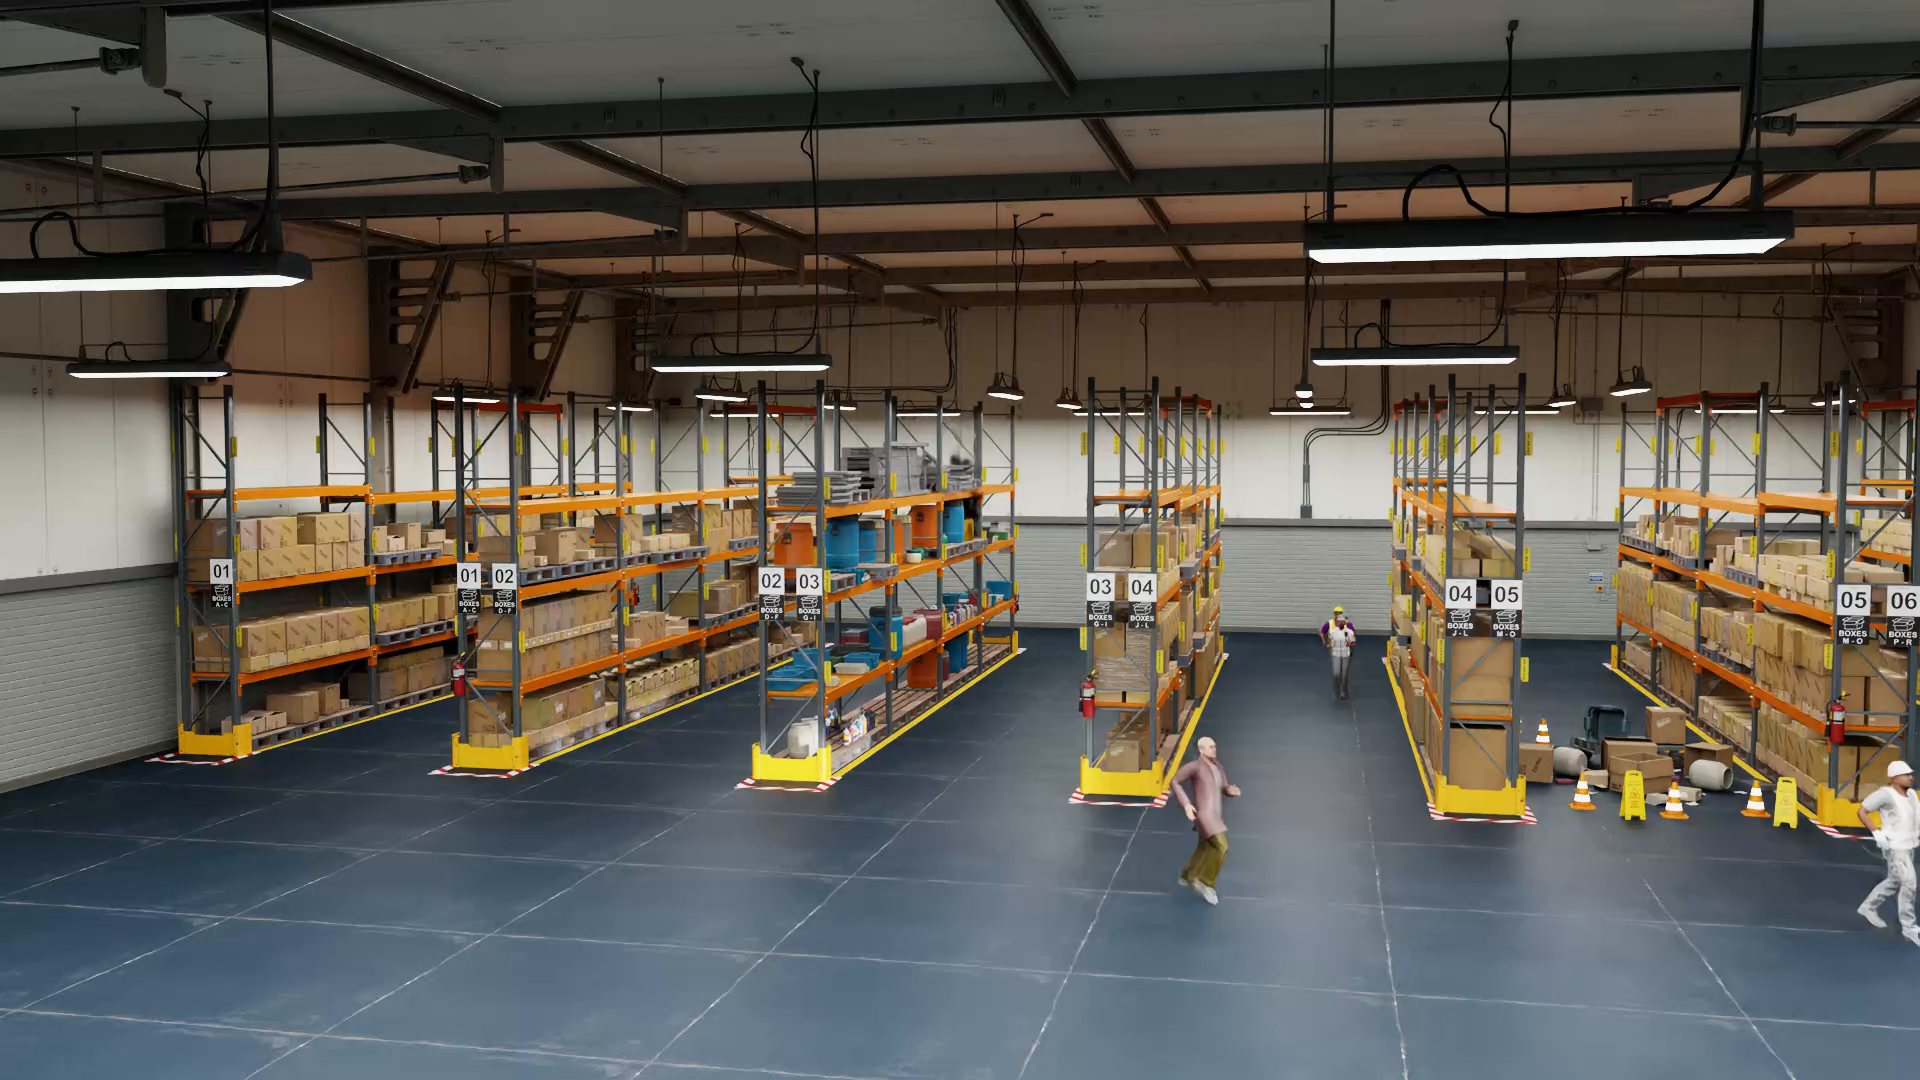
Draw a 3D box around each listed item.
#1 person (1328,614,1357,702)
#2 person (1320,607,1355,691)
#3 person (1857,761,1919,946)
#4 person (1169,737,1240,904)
[{"bbox_3d":[7.530,2.329,32.780,0.566,1.750,0.712,1,3,15],"label":"person"},{"bbox_3d":[7.761,2.227,34.194,0.707,1.726,0.753,1,3,13],"label":"person"},{"bbox_3d":[9.543,3.152,16.934,0.668,1.818,0.818,-2,4,-34],"label":"person"},{"bbox_3d":[2.738,3.090,18.389,0.798,1.823,0.671,2,4,38],"label":"person"}]
